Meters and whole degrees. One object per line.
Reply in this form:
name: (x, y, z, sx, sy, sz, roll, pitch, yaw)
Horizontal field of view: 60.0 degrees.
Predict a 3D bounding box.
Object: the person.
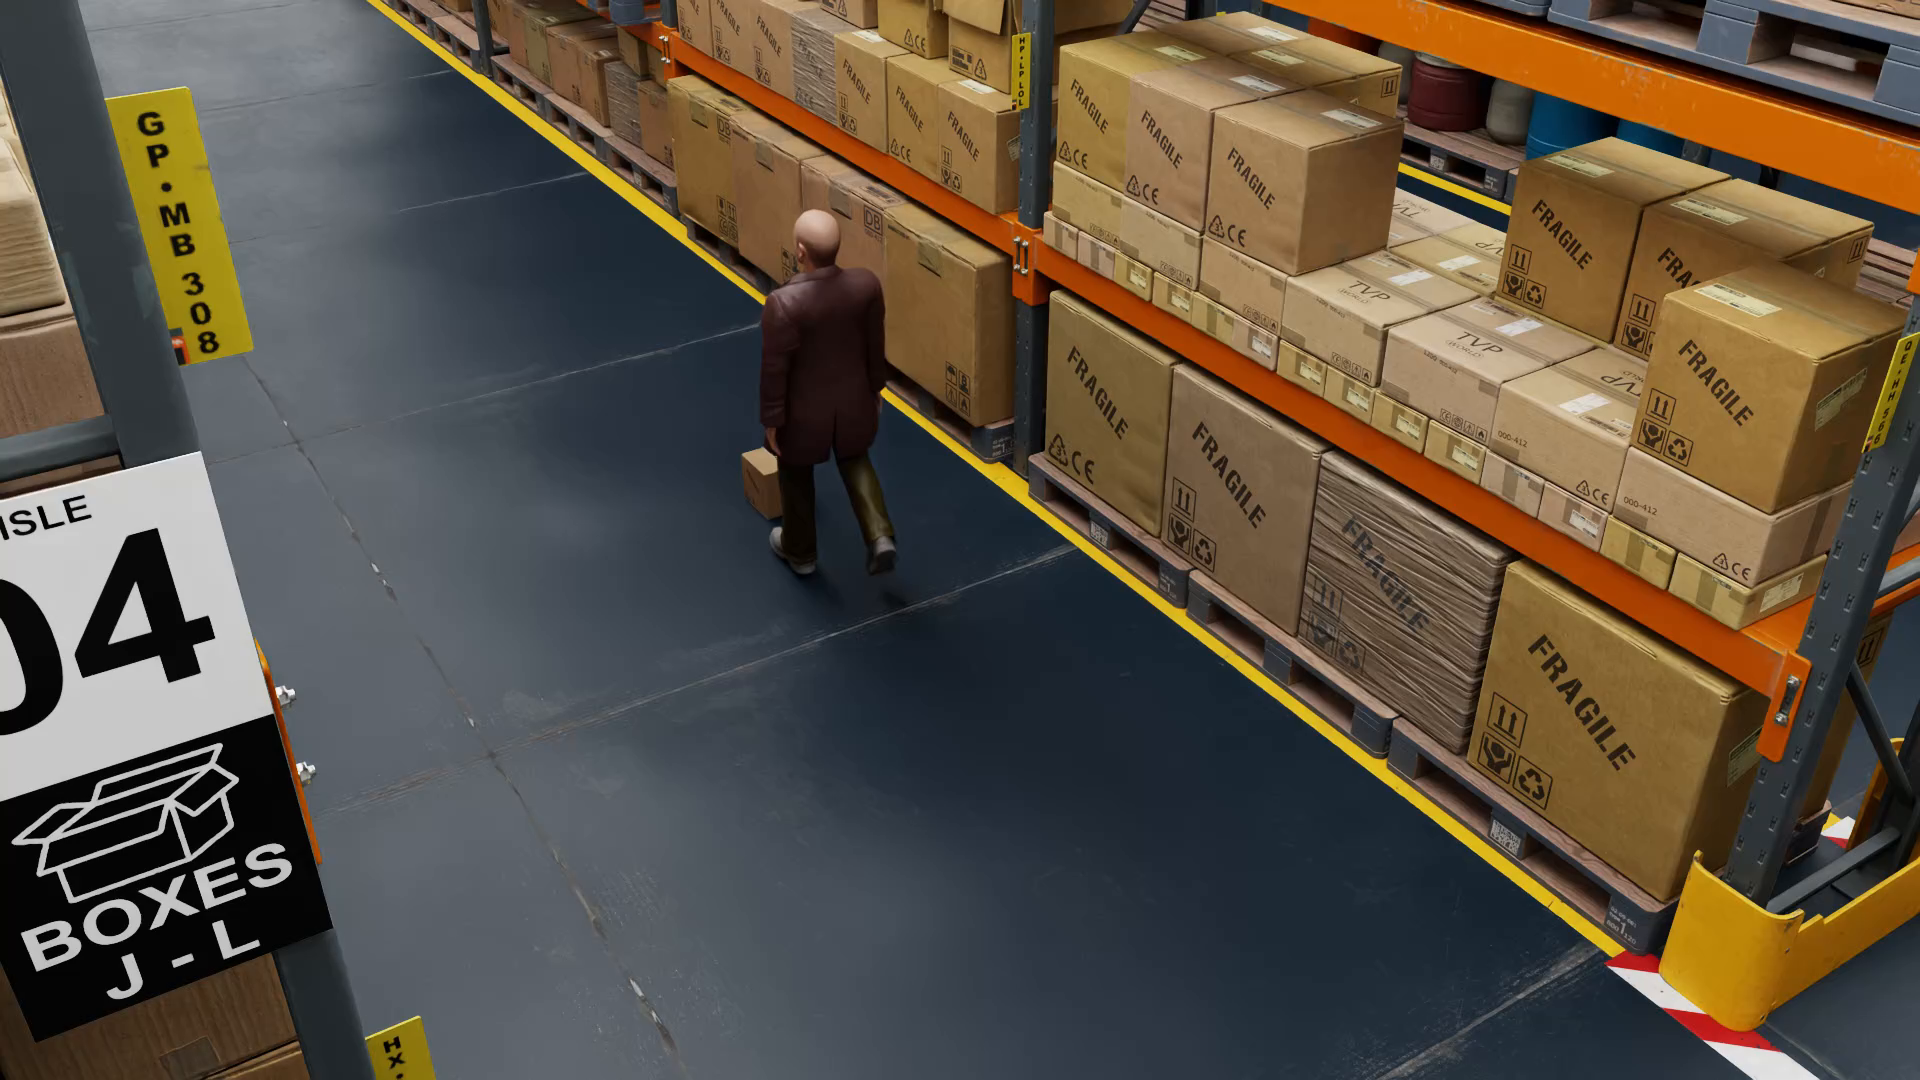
person: (-0.592, -0.592, 7.059, 0.597, 1.764, 0.802, -15, 35, -22)
